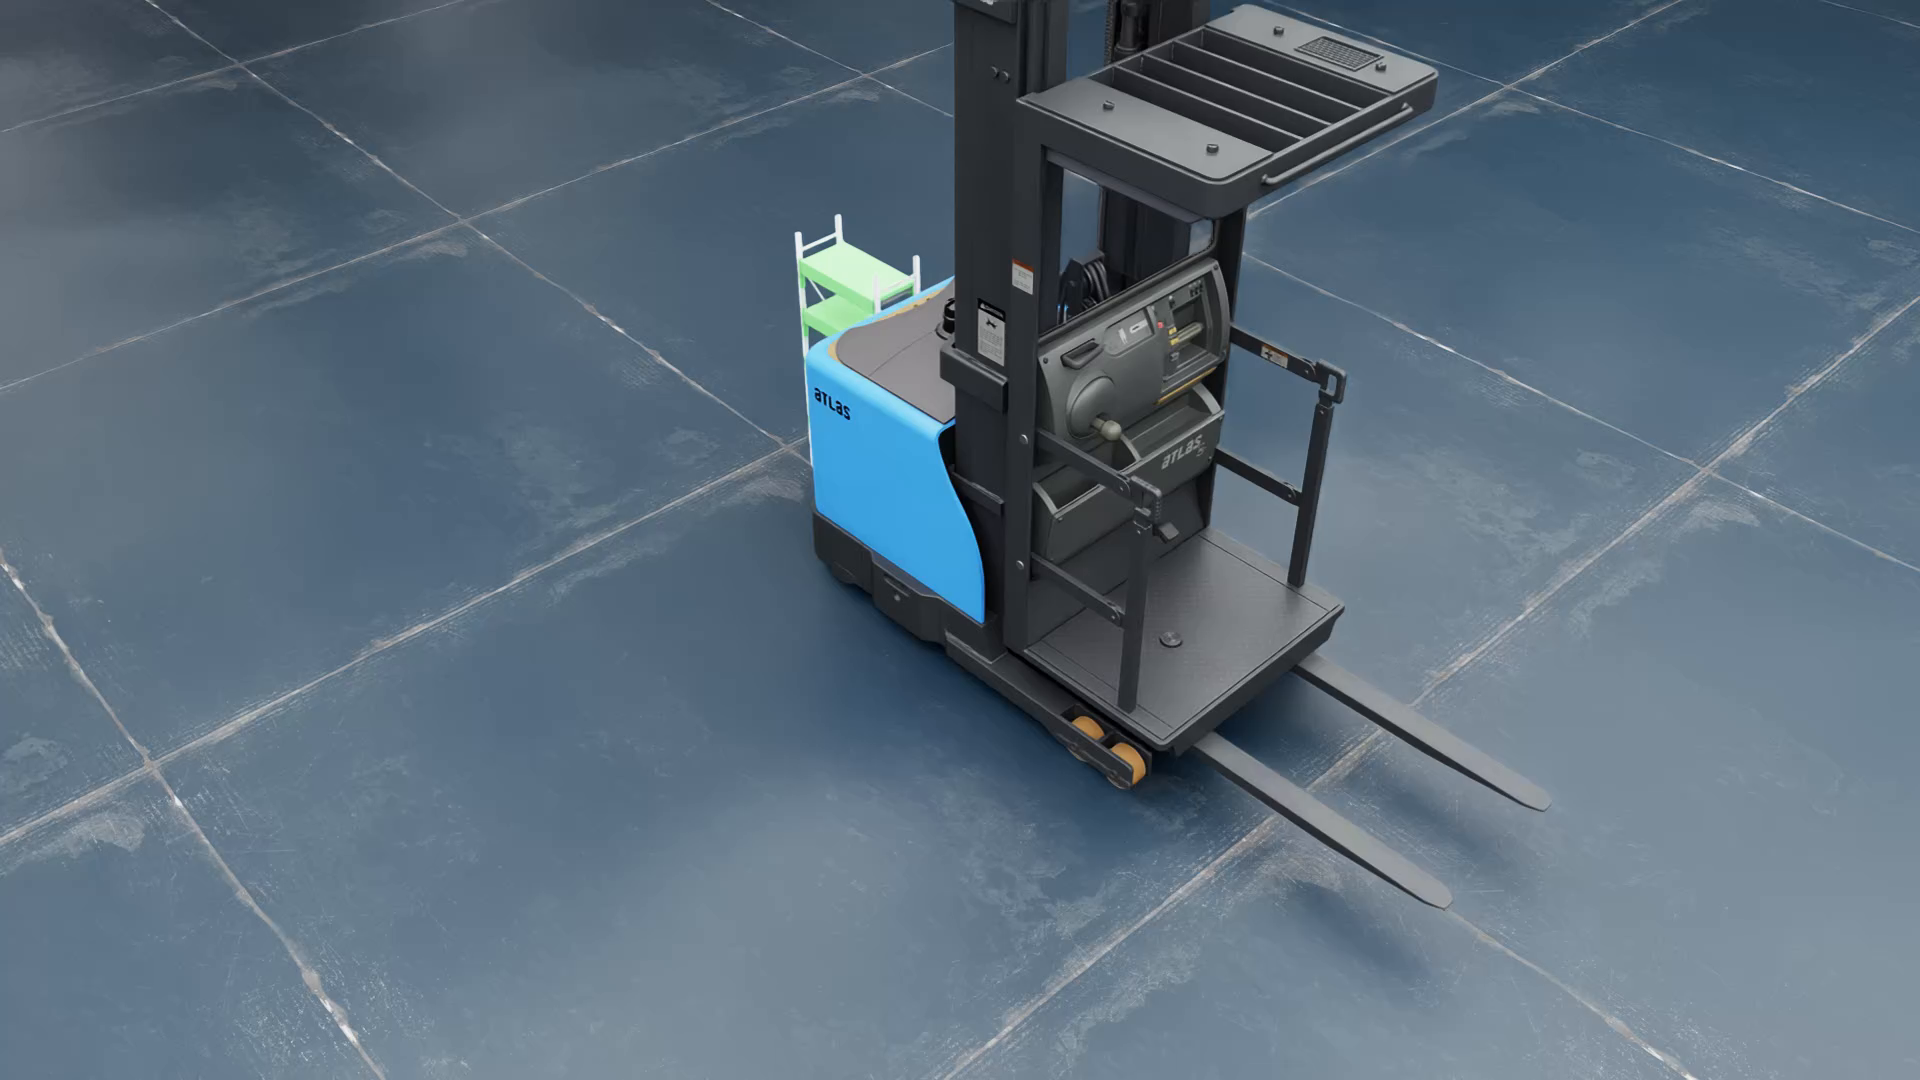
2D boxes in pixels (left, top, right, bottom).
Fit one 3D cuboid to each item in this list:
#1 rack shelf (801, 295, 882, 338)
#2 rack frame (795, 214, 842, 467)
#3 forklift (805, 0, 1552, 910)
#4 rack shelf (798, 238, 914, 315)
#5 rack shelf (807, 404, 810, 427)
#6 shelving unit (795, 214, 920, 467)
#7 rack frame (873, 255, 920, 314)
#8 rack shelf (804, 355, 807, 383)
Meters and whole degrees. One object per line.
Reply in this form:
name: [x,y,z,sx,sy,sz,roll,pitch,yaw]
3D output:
rack shelf: [-0.426,-0.886,7.111,0.258,0.148,0.480,-31,48,-33]
rack frame: [-0.596,-0.859,7.359,0.240,1.200,0.015,-31,48,-33]
forklift: [0.765,-0.596,5.655,1.130,2.935,3.031,-31,48,-33]
rack shelf: [-0.426,-1.072,6.961,0.258,0.148,0.480,-31,48,-33]
rack shelf: [-0.426,-0.512,7.413,0.258,0.148,0.480,-31,48,-33]
shelving unit: [-0.426,-0.749,7.222,0.258,1.200,0.503,-31,48,-33]
rack frame: [-0.257,-0.638,7.085,0.240,1.200,0.015,-31,48,-33]
rack shelf: [-0.426,-0.699,7.262,0.258,0.148,0.480,-31,48,-33]
